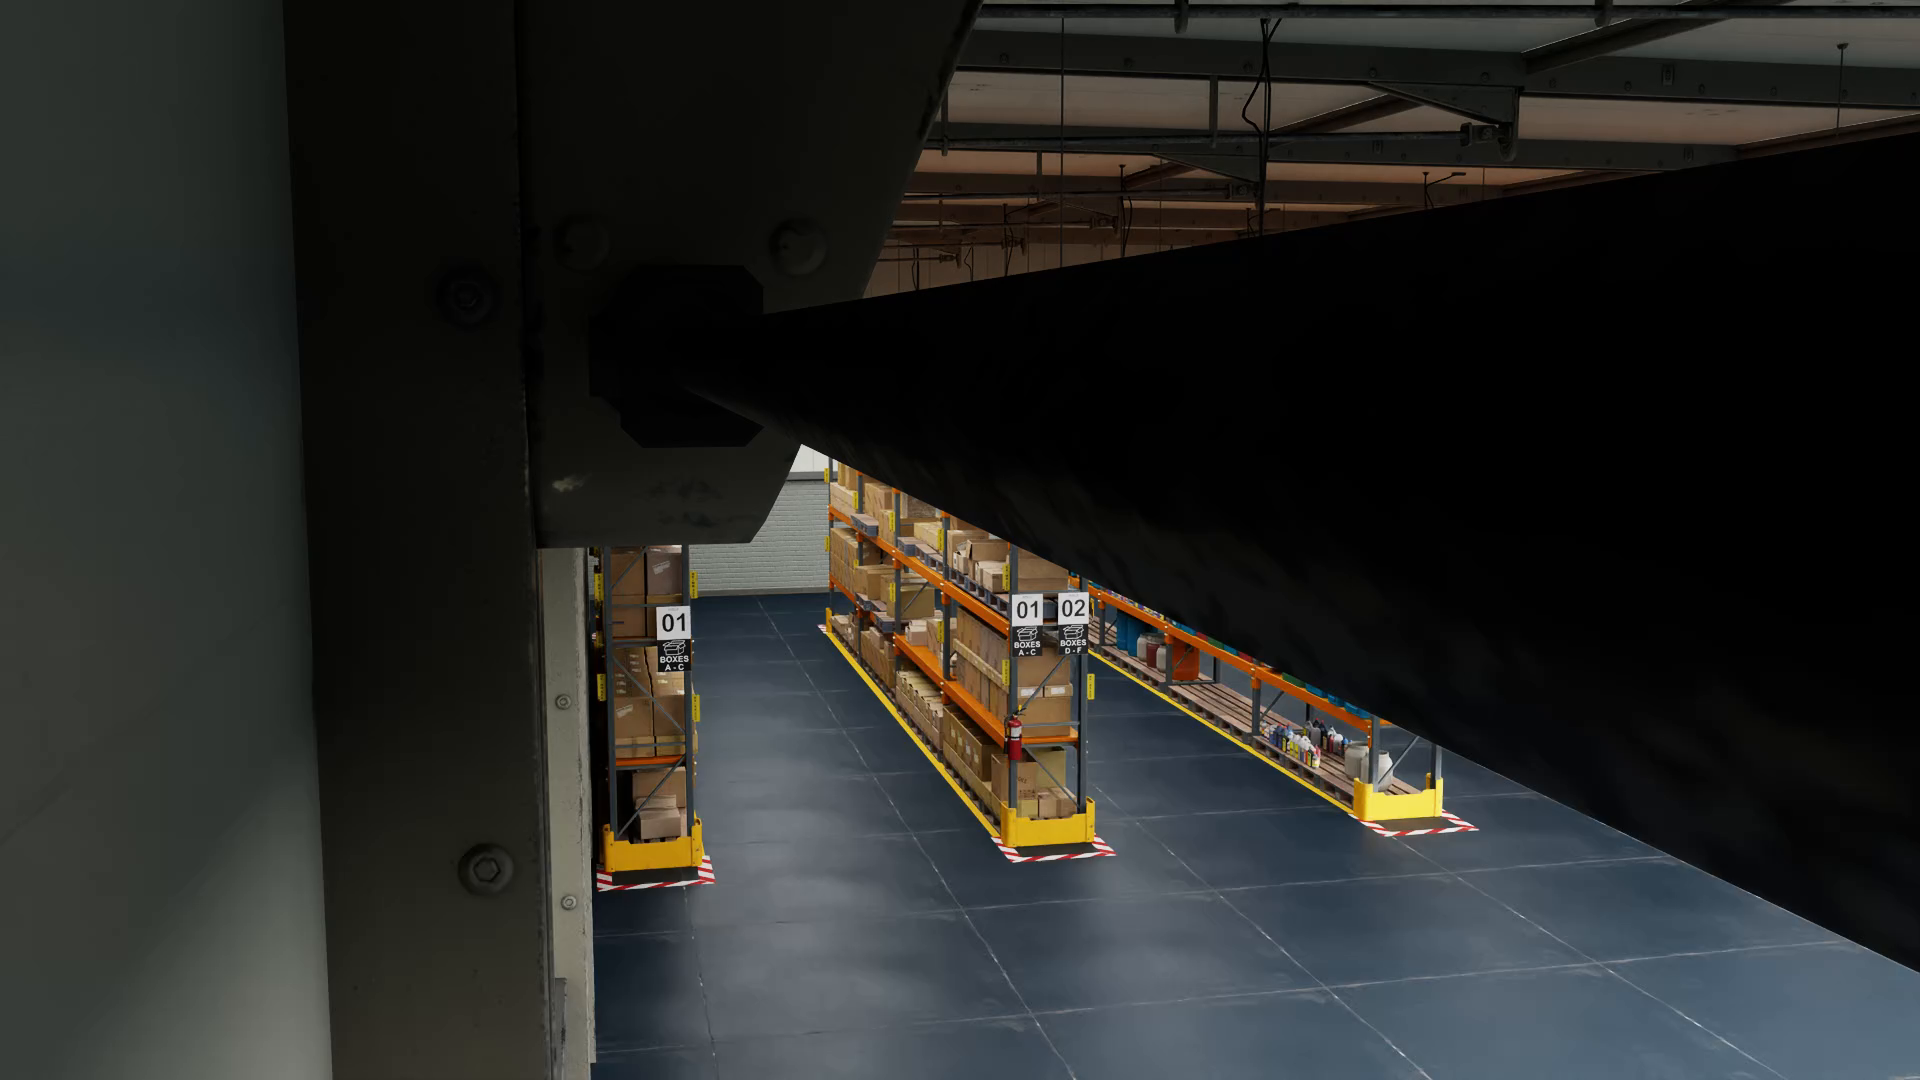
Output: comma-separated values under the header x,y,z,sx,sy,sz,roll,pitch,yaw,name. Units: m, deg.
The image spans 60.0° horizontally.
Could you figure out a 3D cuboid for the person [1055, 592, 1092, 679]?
x,y,z,sx,sy,sz,roll,pitch,yaw,name
2.144,1.784,31.299,0.670,1.703,0.741,-2,7,-16,person
